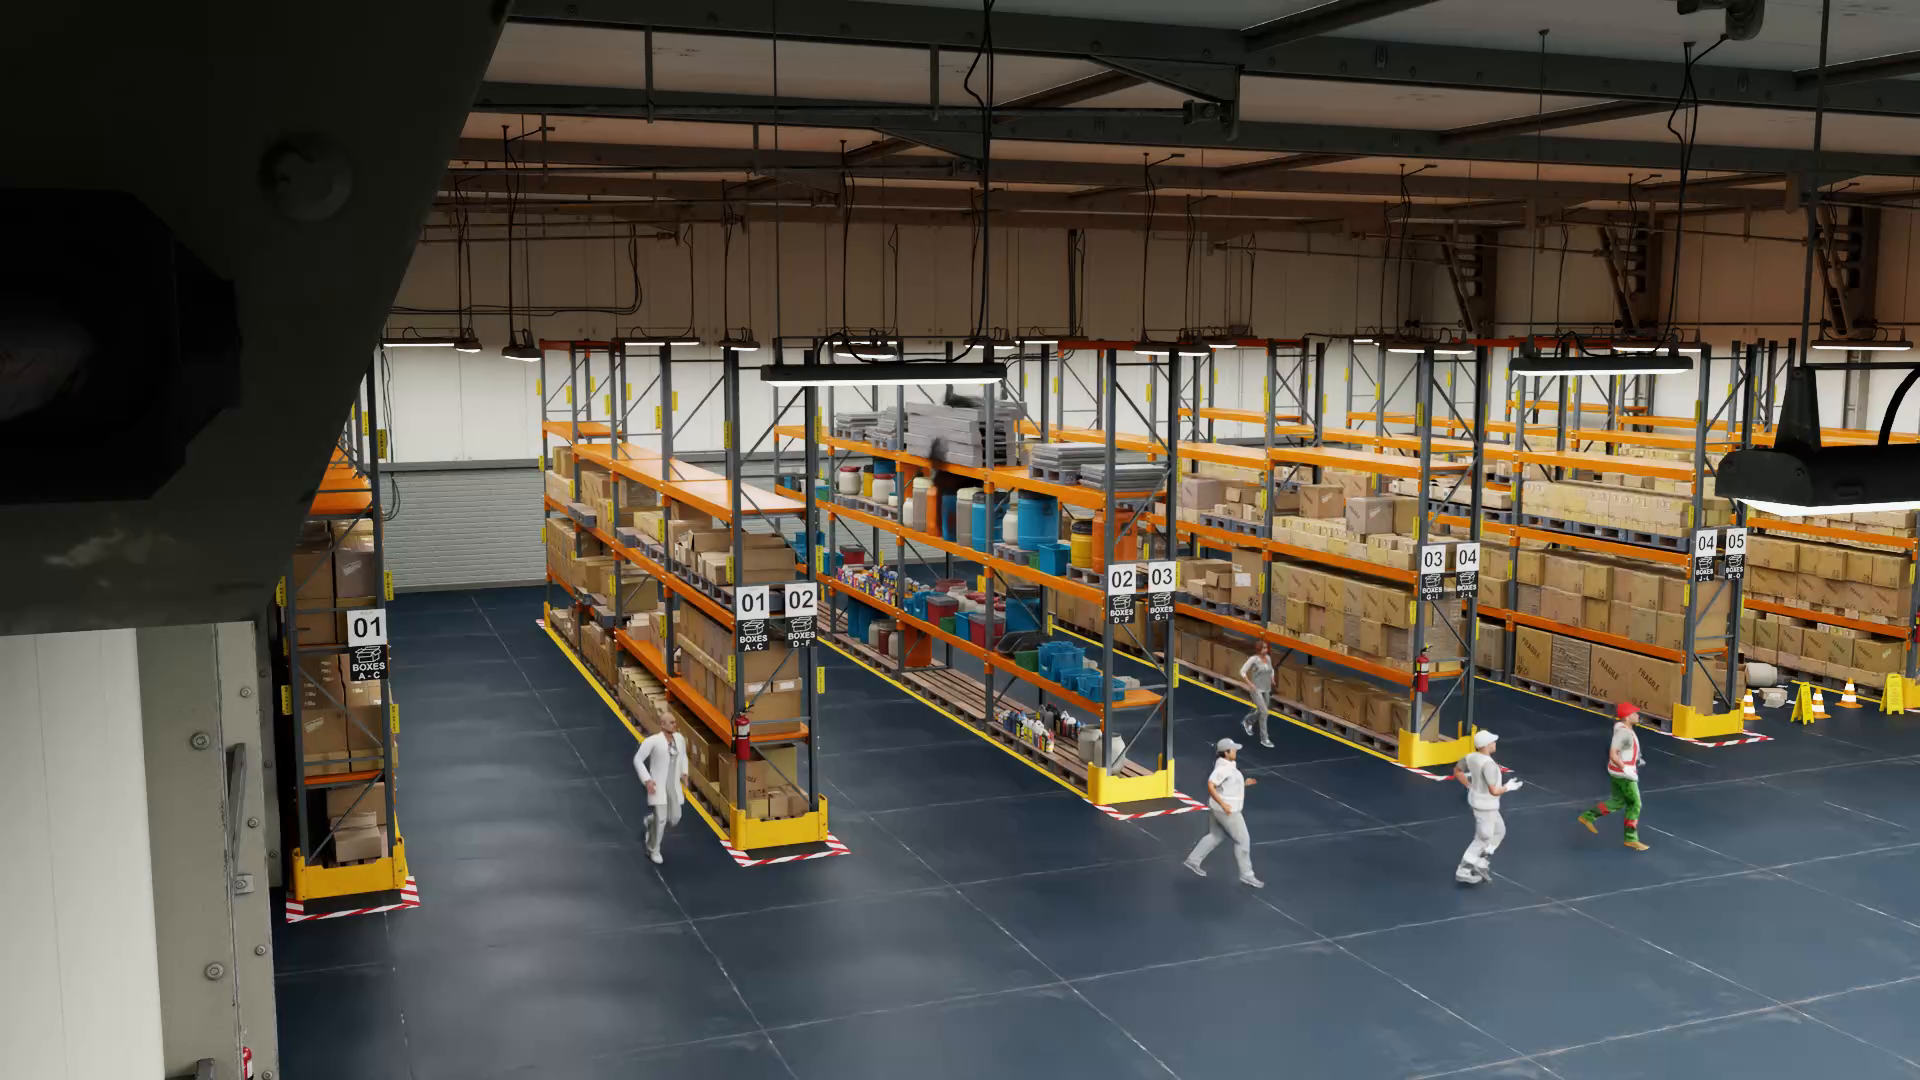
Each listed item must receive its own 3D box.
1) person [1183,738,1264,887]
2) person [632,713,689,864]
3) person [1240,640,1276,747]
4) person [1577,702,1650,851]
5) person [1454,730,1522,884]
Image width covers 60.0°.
[{"bbox_3d":[2.998,3.064,18.753,0.877,1.689,0.594,0,7,-1],"label":"person"},{"bbox_3d":[-3.553,2.928,19.868,0.764,1.737,0.616,-7,10,-42],"label":"person"},{"bbox_3d":[4.496,2.287,25.102,0.558,1.586,0.750,-5,9,-33],"label":"person"},{"bbox_3d":[7.945,2.835,20.132,0.836,1.795,0.646,2,8,16],"label":"person"},{"bbox_3d":[5.938,3.025,18.726,0.681,1.809,0.635,0,7,0],"label":"person"}]
